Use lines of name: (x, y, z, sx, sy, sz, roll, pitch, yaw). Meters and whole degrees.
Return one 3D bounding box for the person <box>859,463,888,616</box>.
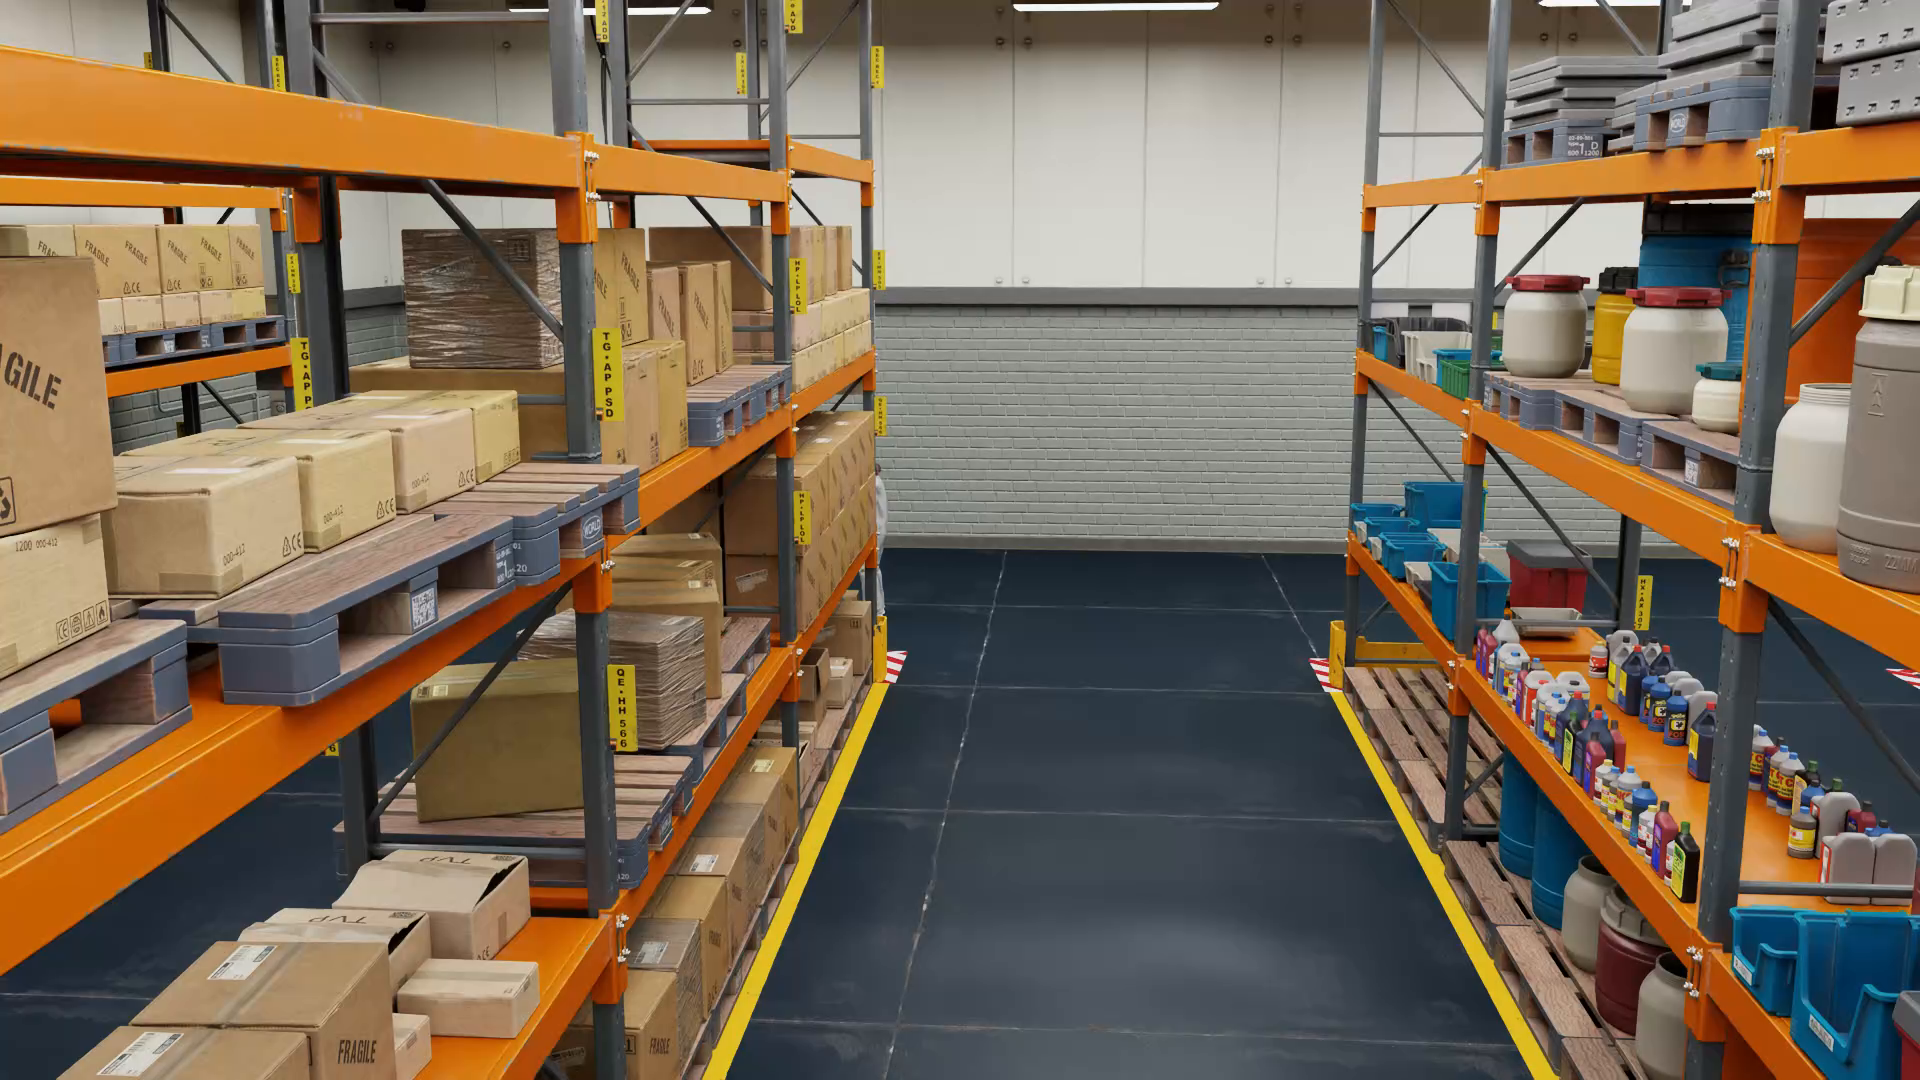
person: (-0.880, -0.047, 16.235, 0.352, 1.652, 0.494, 1, 11, 3)
